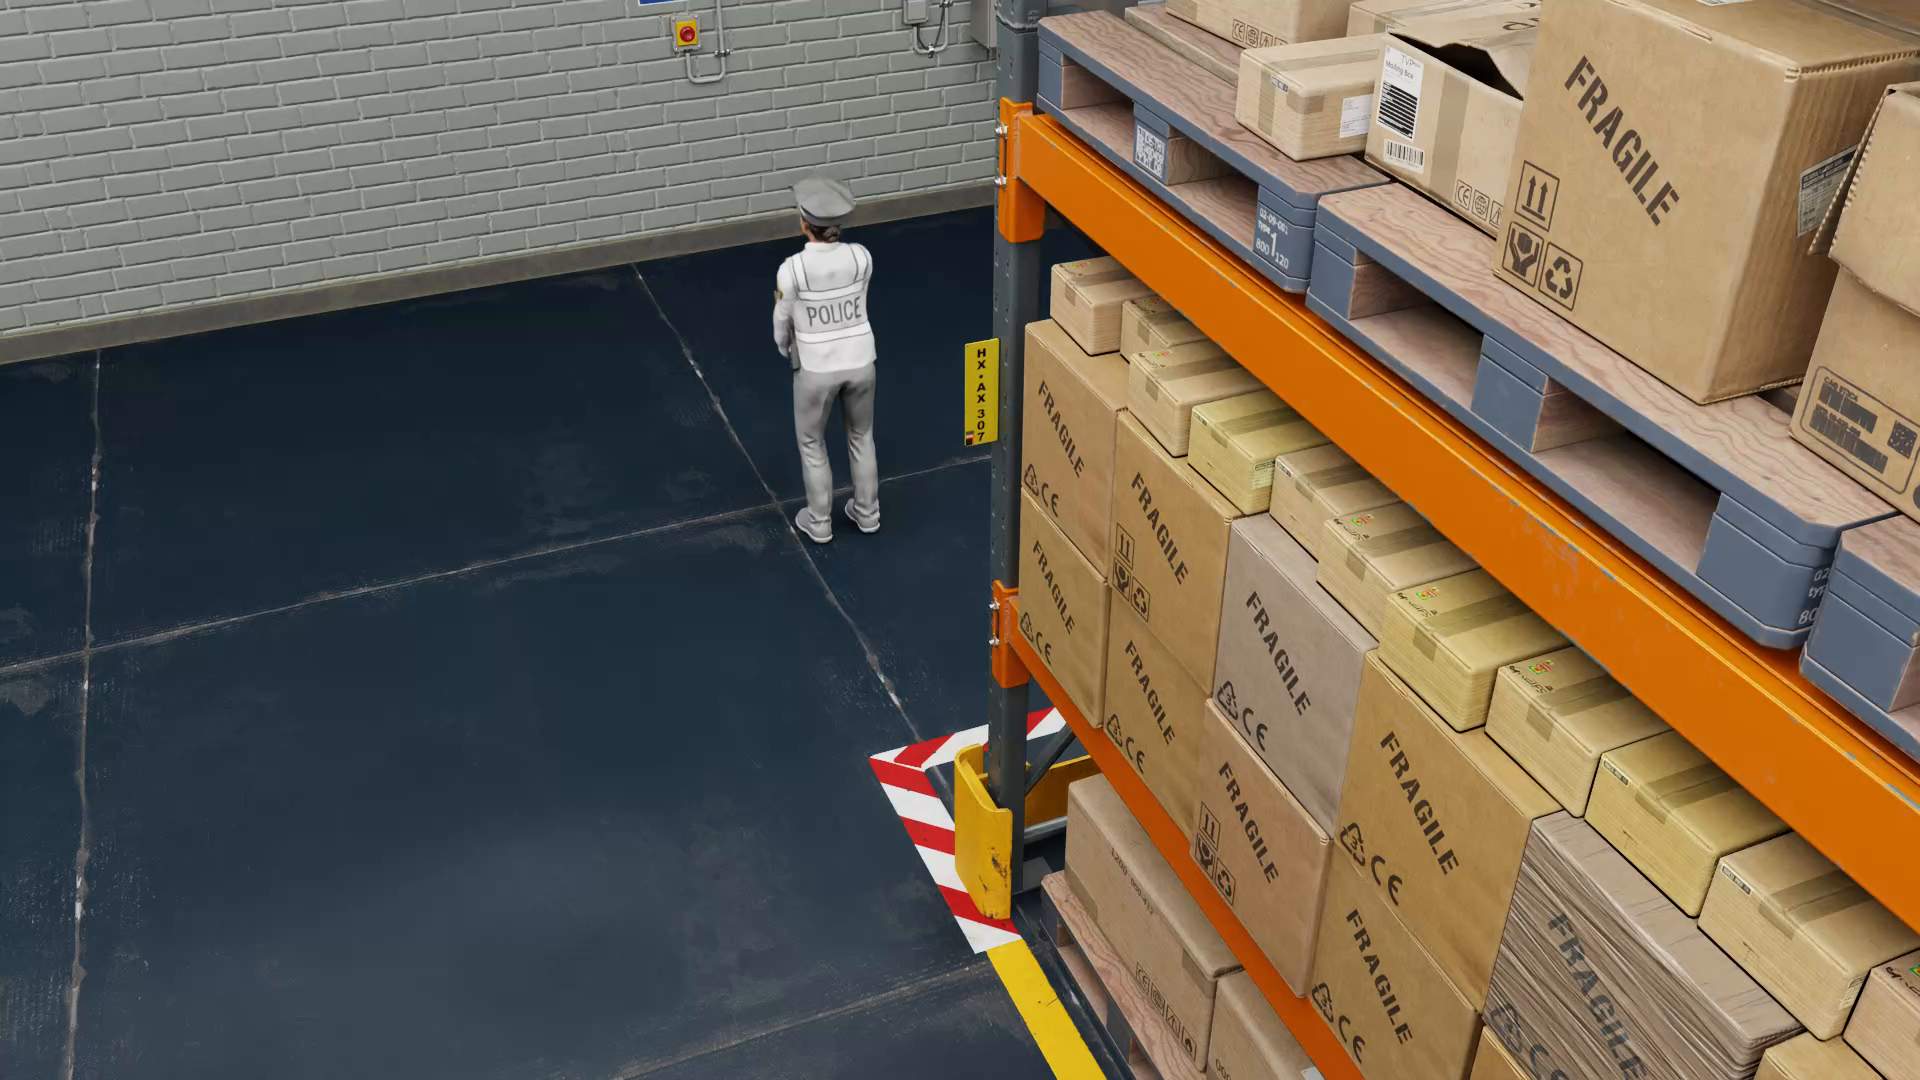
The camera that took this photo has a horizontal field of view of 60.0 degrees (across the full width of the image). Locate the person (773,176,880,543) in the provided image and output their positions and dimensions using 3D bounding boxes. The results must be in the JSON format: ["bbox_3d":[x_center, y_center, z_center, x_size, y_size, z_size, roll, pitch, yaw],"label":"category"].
[{"bbox_3d":[-0.599,-0.796,7.325,0.416,1.684,0.530,-14,36,-20],"label":"person"}]
